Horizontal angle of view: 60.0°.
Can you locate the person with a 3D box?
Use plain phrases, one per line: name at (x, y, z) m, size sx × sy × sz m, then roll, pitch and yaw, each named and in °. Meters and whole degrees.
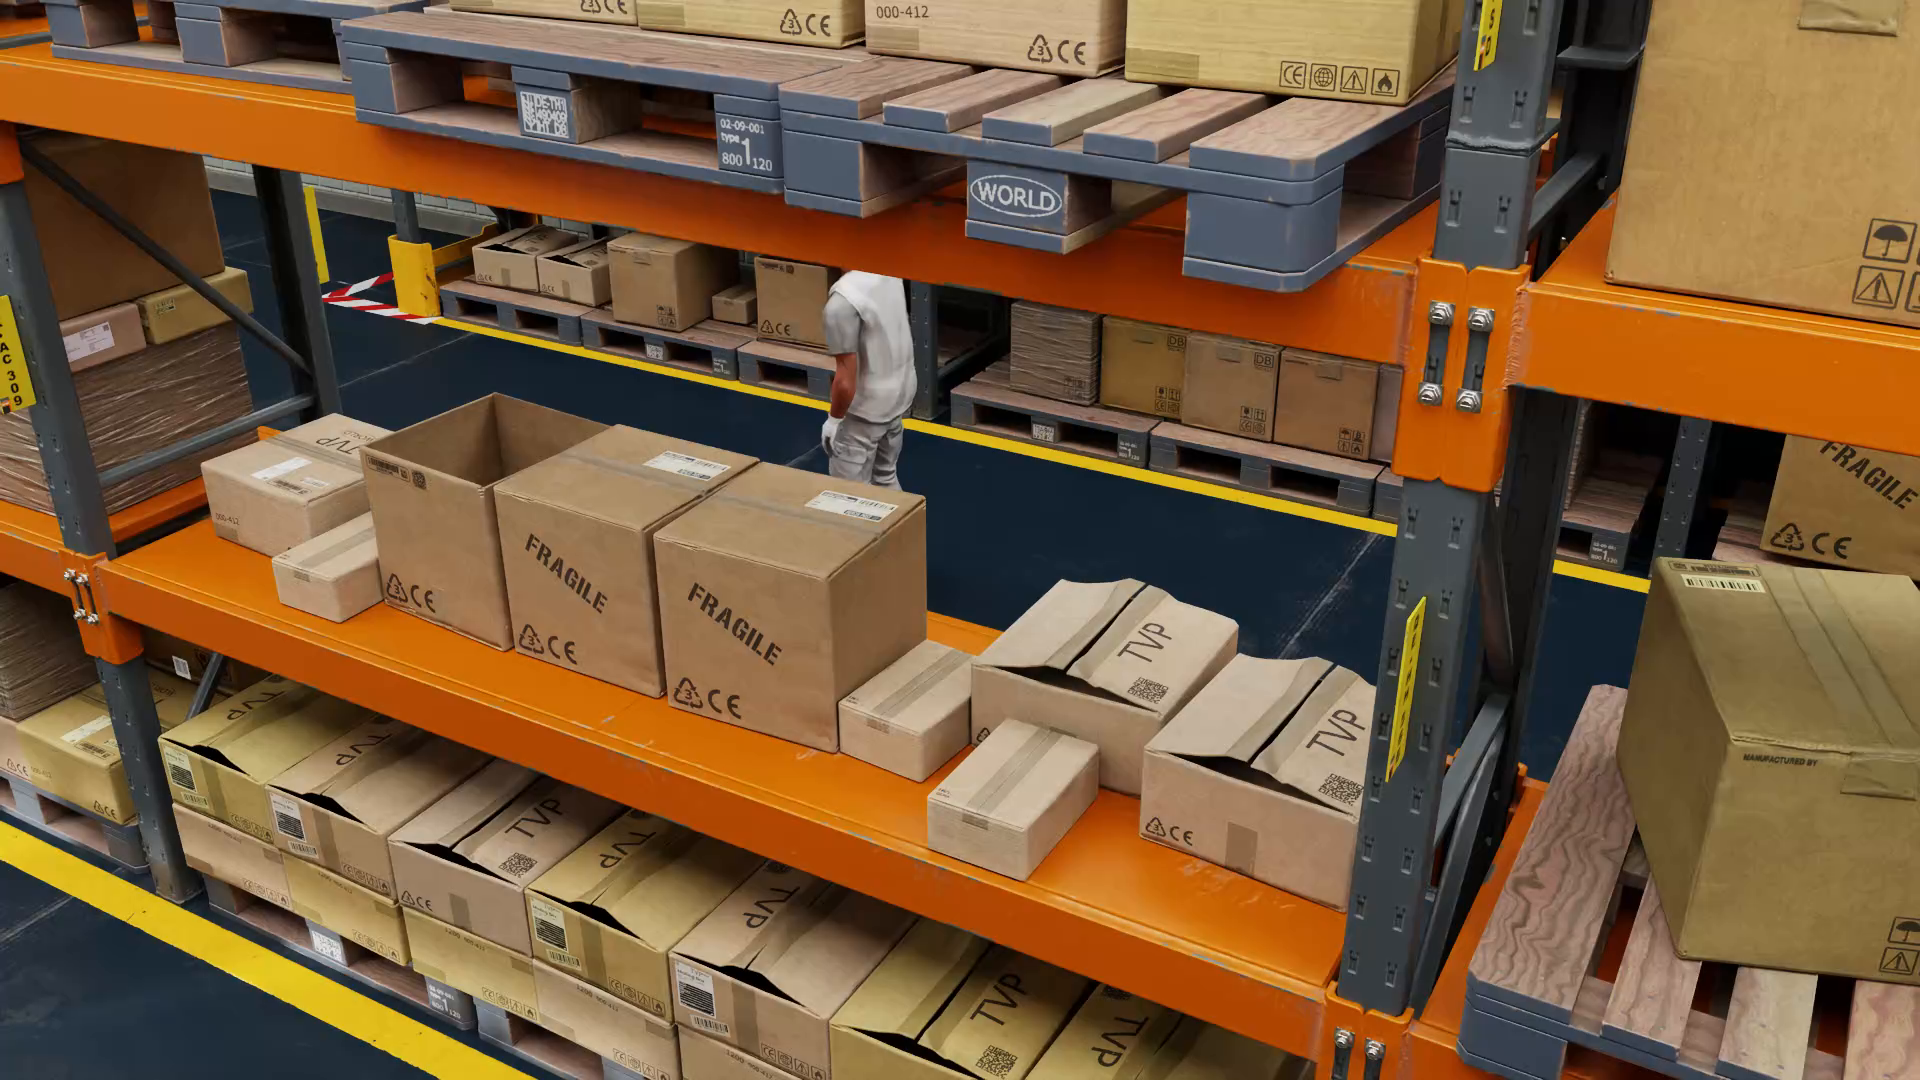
person at (-0.430, -0.594, 7.302) m, size 0.453 × 1.777 × 0.609 m, roll 13°, pitch 29°, yaw 24°
